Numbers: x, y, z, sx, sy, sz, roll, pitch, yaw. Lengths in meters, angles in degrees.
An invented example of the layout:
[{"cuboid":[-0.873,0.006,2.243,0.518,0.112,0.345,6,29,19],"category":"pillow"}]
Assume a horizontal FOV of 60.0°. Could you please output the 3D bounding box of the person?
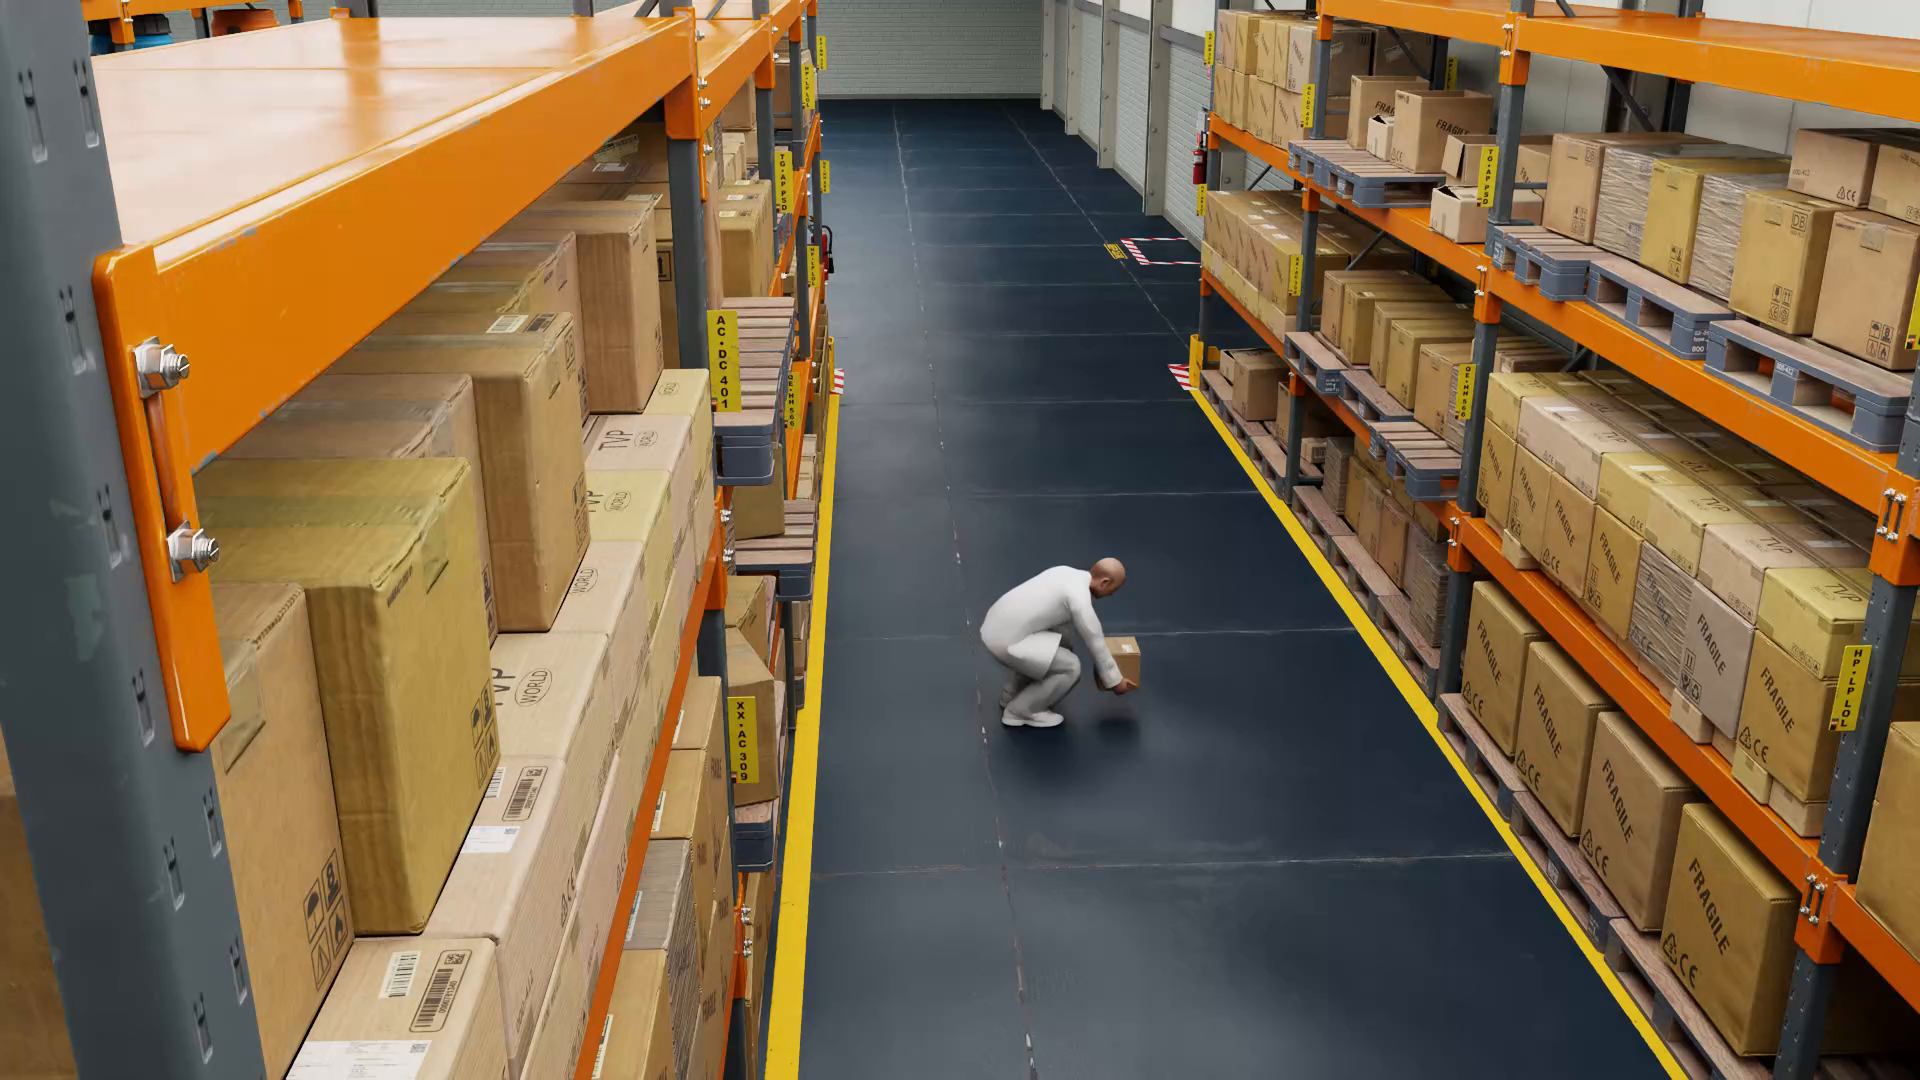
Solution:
[{"cuboid":[0.594,0.604,10.082,0.947,1.001,0.580,-2,20,-4],"category":"person"}]
